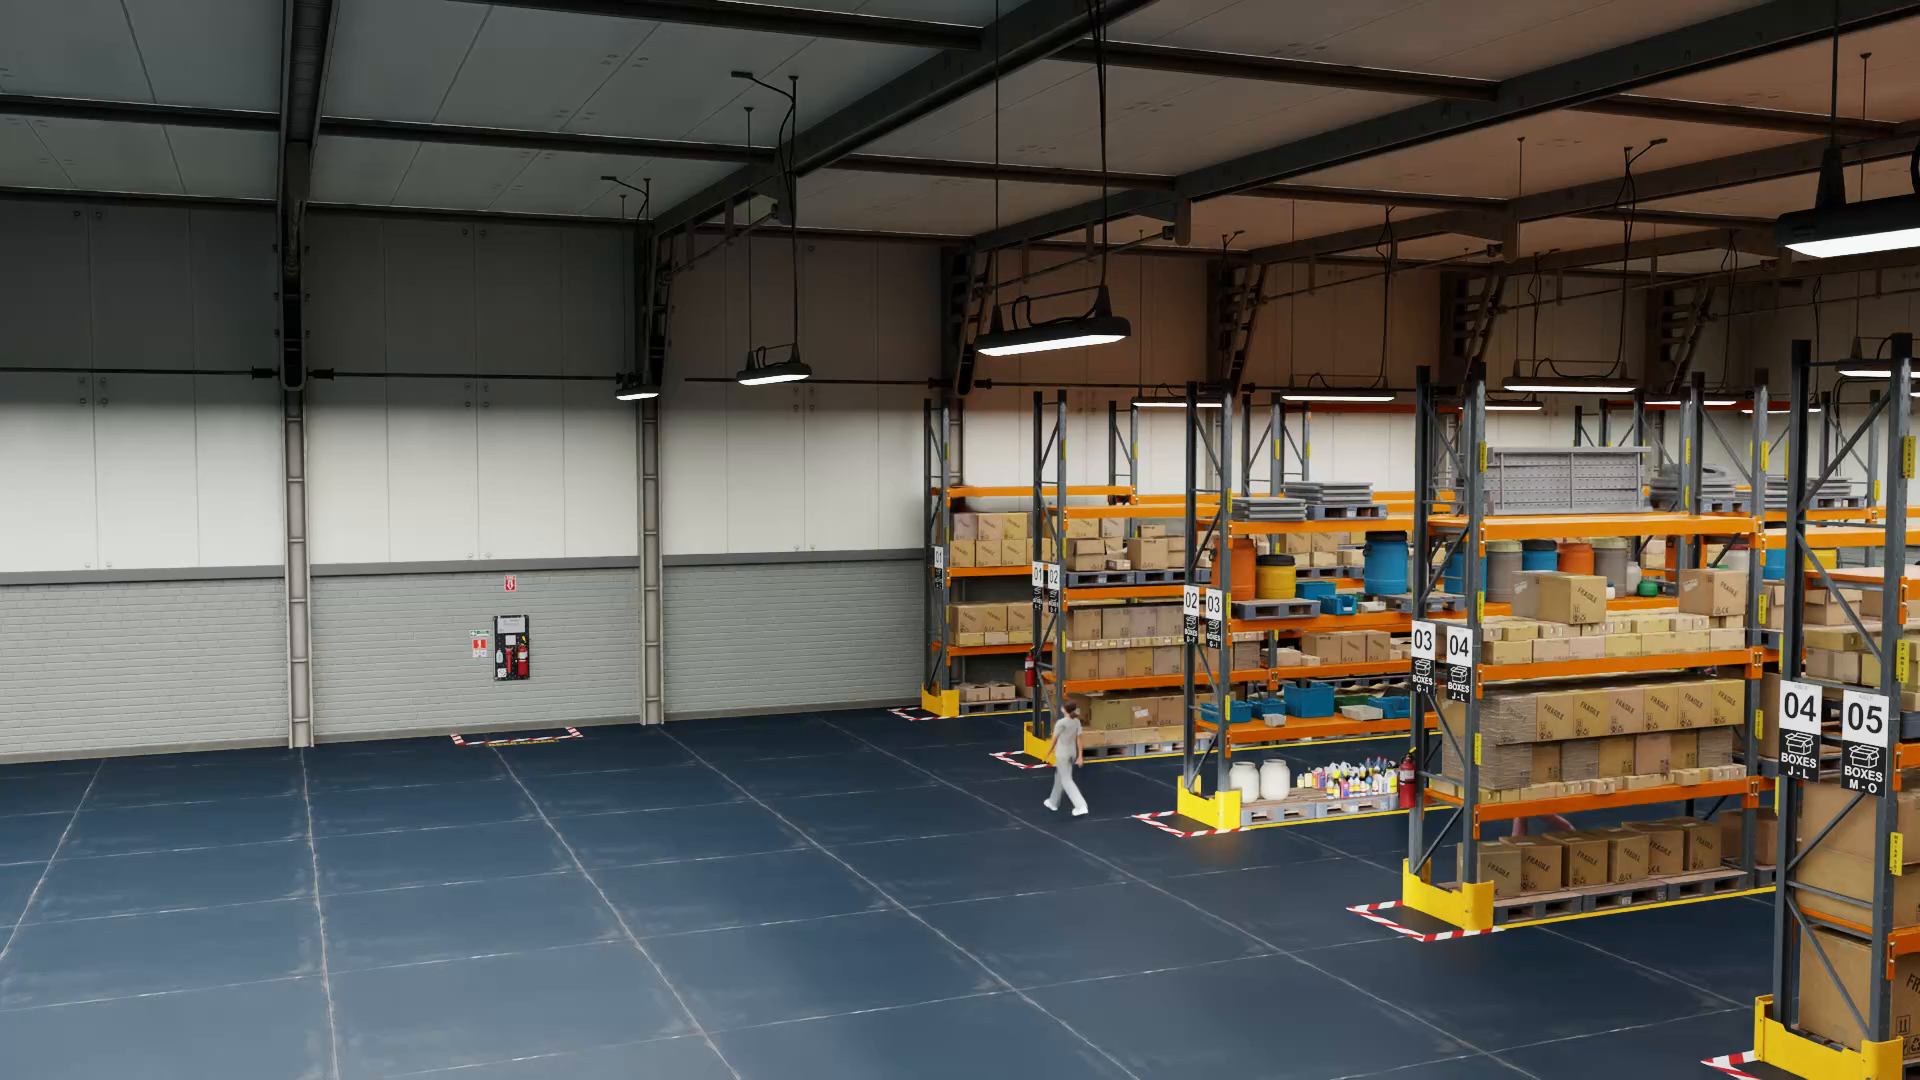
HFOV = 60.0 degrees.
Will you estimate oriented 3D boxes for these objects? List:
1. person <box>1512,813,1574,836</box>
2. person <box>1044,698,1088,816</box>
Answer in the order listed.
[{"bbox_3d":[7.389,3.086,21.191,0.857,1.634,0.437,0,3,-5],"label":"person"},{"bbox_3d":[1.457,2.992,23.021,1.023,1.629,0.442,3,5,45],"label":"person"}]
